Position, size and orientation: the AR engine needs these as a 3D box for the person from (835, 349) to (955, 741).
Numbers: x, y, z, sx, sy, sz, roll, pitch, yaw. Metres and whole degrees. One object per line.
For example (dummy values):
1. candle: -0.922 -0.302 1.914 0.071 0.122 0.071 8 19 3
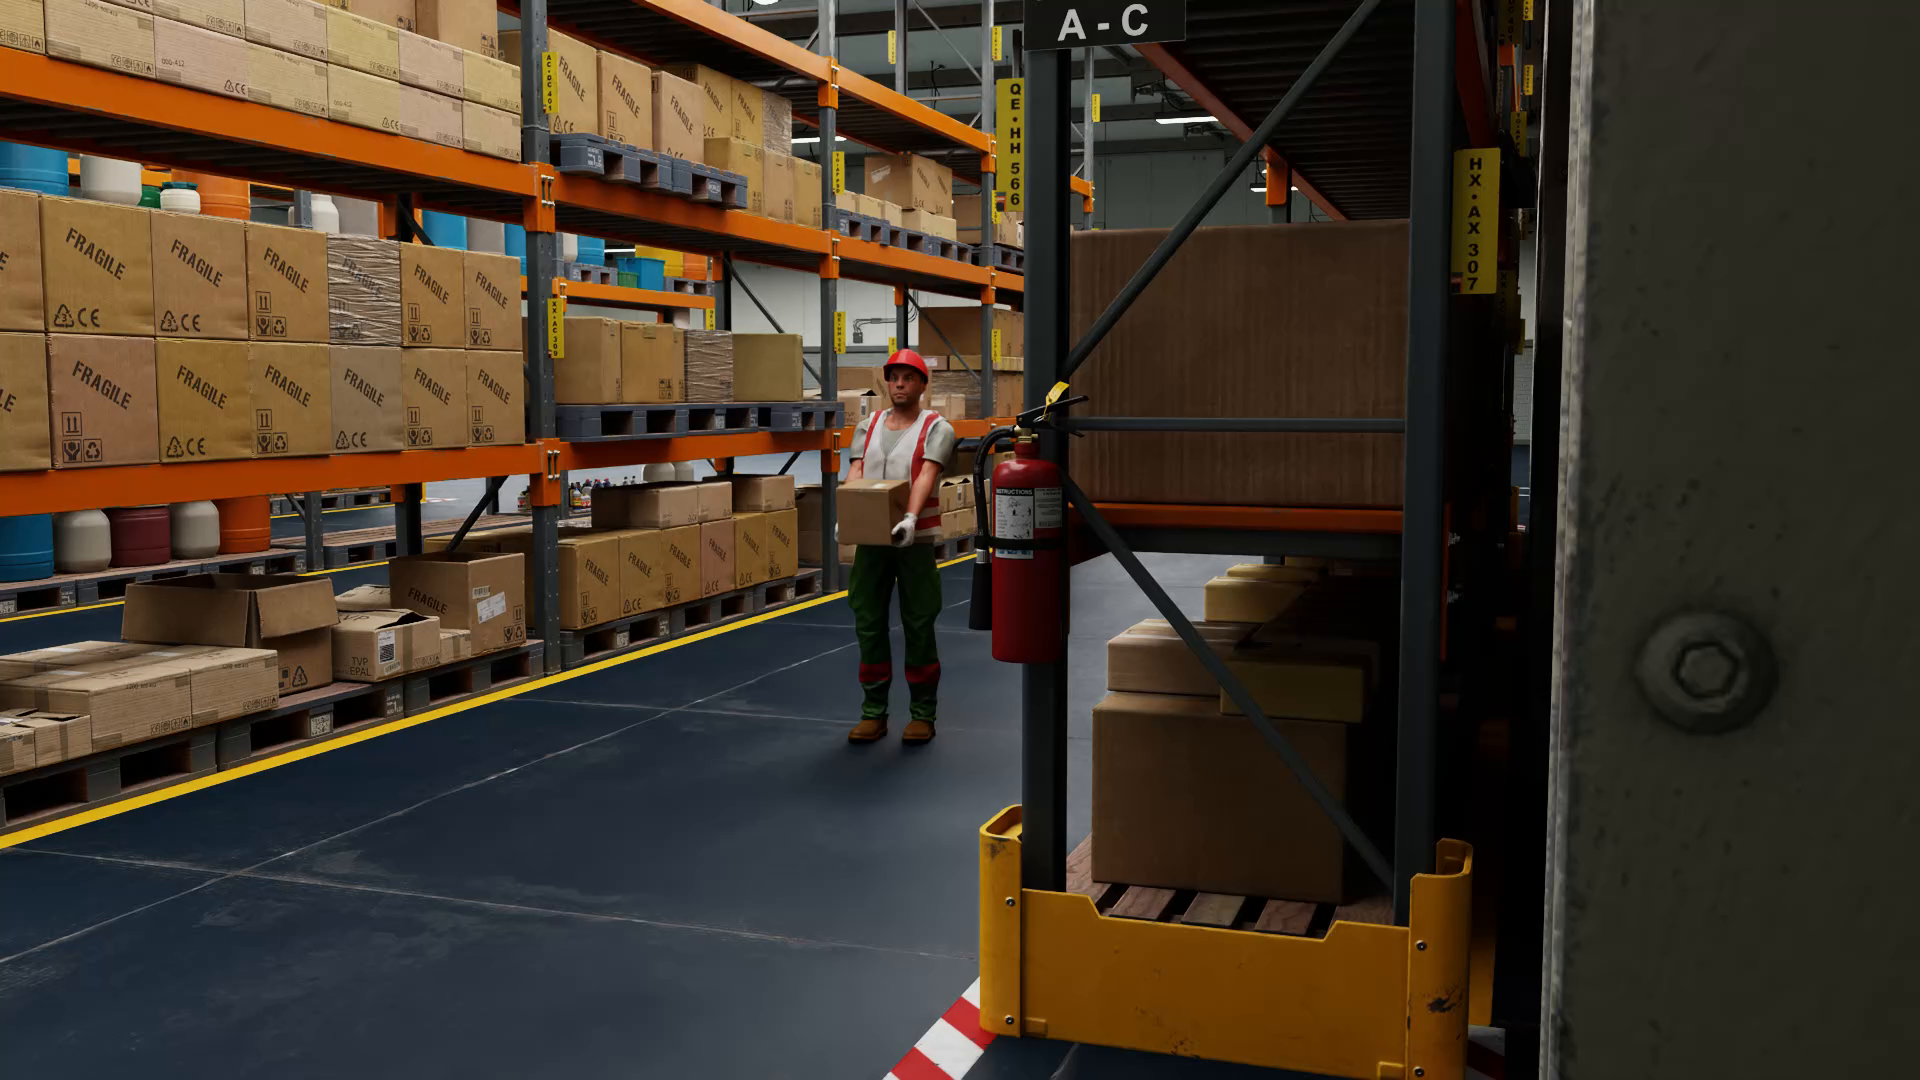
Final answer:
1. person: -0.308 0.028 7.519 0.493 1.782 0.570 2 5 19
